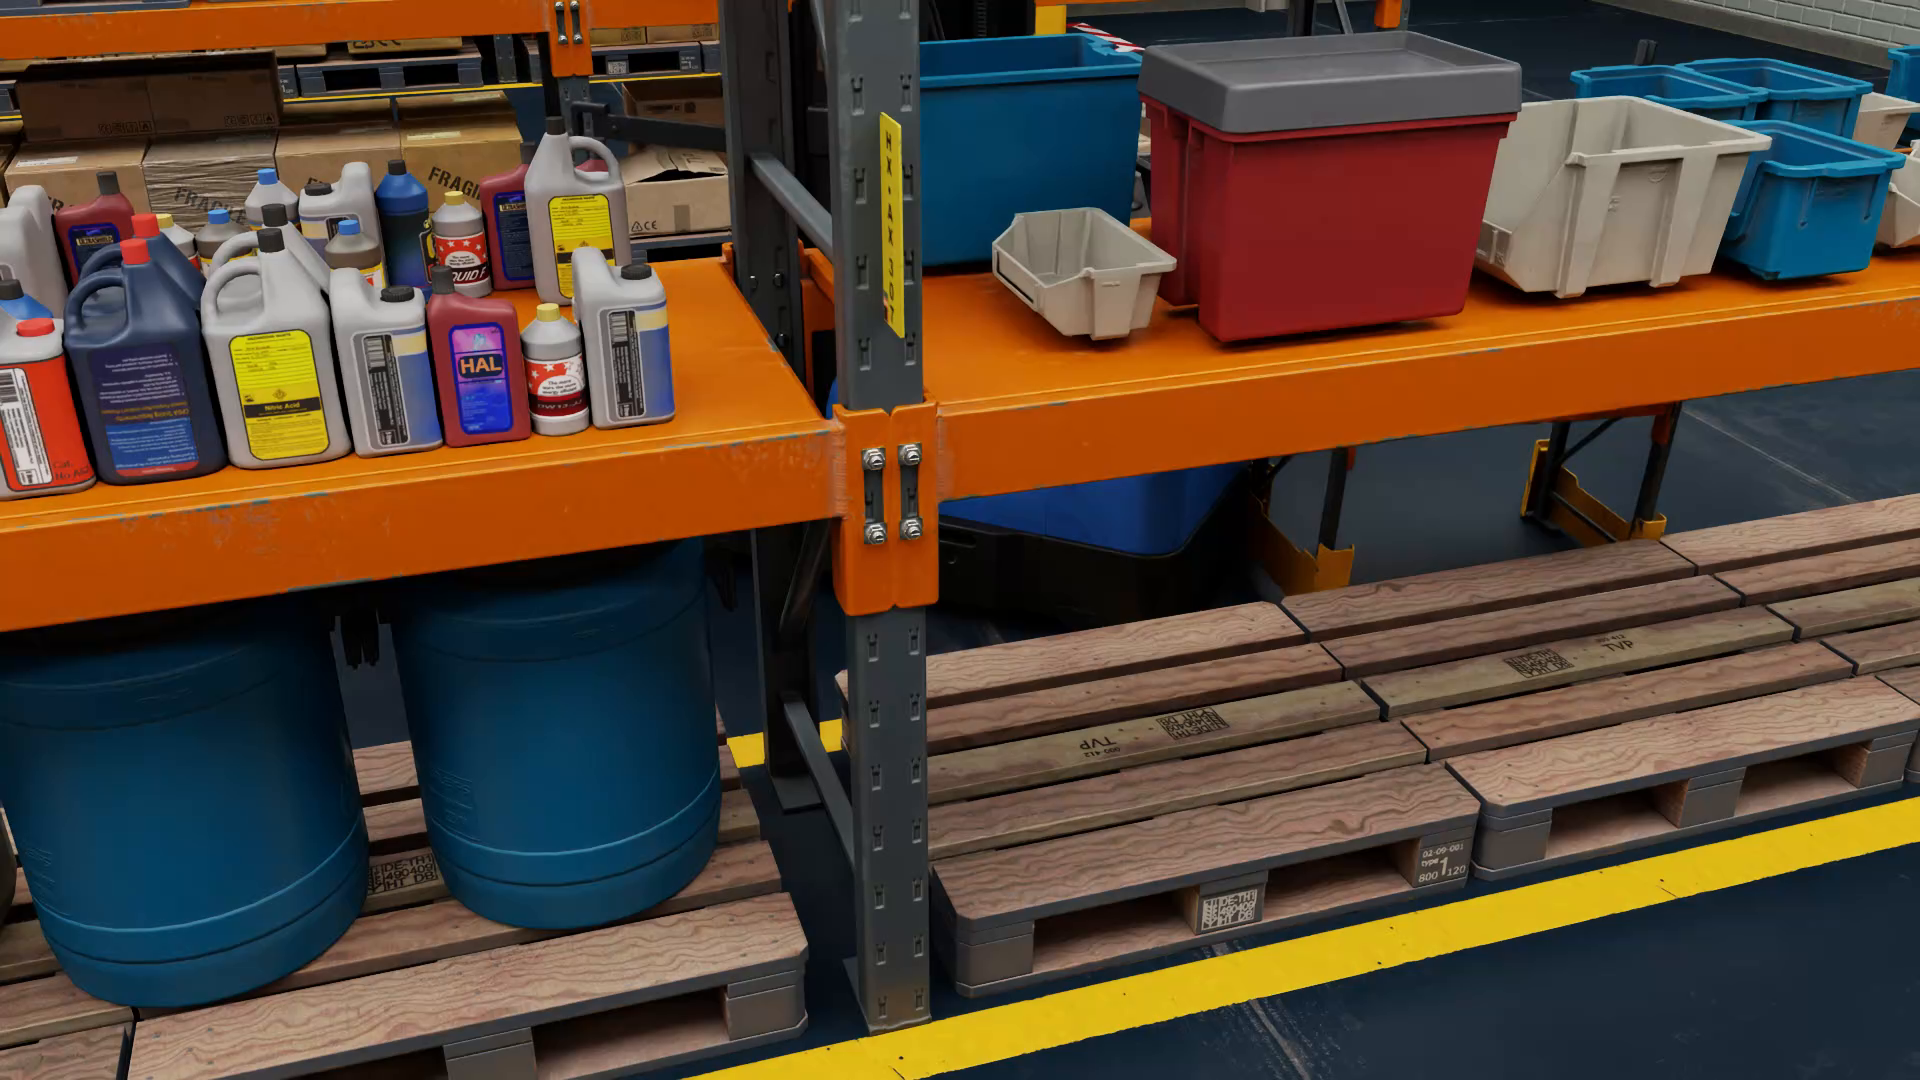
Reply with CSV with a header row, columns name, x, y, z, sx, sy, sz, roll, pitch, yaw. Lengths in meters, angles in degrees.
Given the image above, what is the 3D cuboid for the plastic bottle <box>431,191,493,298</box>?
name,x,y,z,sx,sy,sz,roll,pitch,yaw
plastic bottle,-0.983,-0.583,3.274,0.097,0.201,0.097,0,26,0

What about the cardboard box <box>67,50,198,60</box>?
name,x,y,z,sx,sy,sz,roll,pitch,yaw
cardboard box,-5.568,-3.611,11.095,0.750,0.750,0.750,-8,28,-16

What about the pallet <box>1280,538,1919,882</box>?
name,x,y,z,sx,sy,sz,roll,pitch,yaw
pallet,1.578,0.378,4.252,1.213,0.211,1.003,-8,28,-16

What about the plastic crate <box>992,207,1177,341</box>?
name,x,y,z,sx,sy,sz,roll,pitch,yaw
plastic crate,0.215,-0.496,3.106,0.243,0.136,0.396,-8,28,-16

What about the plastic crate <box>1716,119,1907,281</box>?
name,x,y,z,sx,sy,sz,roll,pitch,yaw
plastic crate,1.659,-0.695,3.398,0.300,0.233,0.416,-8,28,-16

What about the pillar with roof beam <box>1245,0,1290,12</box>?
name,x,y,z,sx,sy,sz,roll,pitch,yaw
pillar with roof beam,4.097,-6.928,9.085,0.400,9.000,9.100,-8,28,-16

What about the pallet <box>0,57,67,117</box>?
name,x,y,z,sx,sy,sz,roll,pitch,yaw
pallet,-6.370,-3.050,11.155,1.213,0.211,1.003,-8,28,-16

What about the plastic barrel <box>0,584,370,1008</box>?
name,x,y,z,sx,sy,sz,roll,pitch,yaw
plastic barrel,-1.467,0.333,3.093,0.708,0.901,0.600,-8,28,-16

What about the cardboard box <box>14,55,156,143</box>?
name,x,y,z,sx,sy,sz,roll,pitch,yaw
cardboard box,-3.765,-1.922,7.220,0.500,0.250,0.500,-9,28,-17

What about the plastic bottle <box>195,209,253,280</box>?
name,x,y,z,sx,sy,sz,roll,pitch,yaw
plastic bottle,-1.389,-0.524,3.156,0.097,0.201,0.097,0,26,0

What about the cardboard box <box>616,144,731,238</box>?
name,x,y,z,sx,sy,sz,roll,pitch,yaw
cardboard box,-1.336,-1.638,7.705,0.500,0.311,0.500,-8,28,-16

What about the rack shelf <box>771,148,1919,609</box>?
name,x,y,z,sx,sy,sz,roll,pitch,yaw
rack shelf,1.630,-0.537,3.768,4.000,0.370,1.077,-8,28,-16

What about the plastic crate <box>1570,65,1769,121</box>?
name,x,y,z,sx,sy,sz,roll,pitch,yaw
plastic crate,1.658,-0.969,3.950,0.300,0.233,0.416,-8,28,-16

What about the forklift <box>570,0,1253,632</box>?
name,x,y,z,sx,sy,sz,roll,pitch,yaw
forklift,-0.585,-1.467,4.908,3.031,2.935,1.130,12,29,22

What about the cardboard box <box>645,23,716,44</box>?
name,x,y,z,sx,sy,sz,roll,pitch,yaw
cardboard box,-2.118,-3.969,12.209,0.500,0.500,0.700,-9,28,-17

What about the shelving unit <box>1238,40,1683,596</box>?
name,x,y,z,sx,sy,sz,roll,pitch,yaw
shelving unit,1.476,-0.588,4.687,1.083,1.500,0.587,-5,28,-14

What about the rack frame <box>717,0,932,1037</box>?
name,x,y,z,sx,sy,sz,roll,pitch,yaw
rack frame,-0.271,-0.584,3.053,0.127,3.000,1.000,-8,28,-16

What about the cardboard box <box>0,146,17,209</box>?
name,x,y,z,sx,sy,sz,roll,pitch,yaw
cardboard box,-4.109,-1.289,6.789,0.500,0.500,0.500,-9,28,-17

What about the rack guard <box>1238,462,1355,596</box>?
name,x,y,z,sx,sy,sz,roll,pitch,yaw
rack guard,0.968,0.007,4.851,0.087,0.250,0.587,-5,28,-14

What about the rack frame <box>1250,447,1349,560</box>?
name,x,y,z,sx,sy,sz,roll,pitch,yaw
rack frame,0.976,-0.545,4.559,0.032,1.500,0.500,-5,28,-14

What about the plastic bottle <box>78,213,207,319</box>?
name,x,y,z,sx,sy,sz,roll,pitch,yaw
plastic bottle,-1.264,-0.332,2.602,0.185,0.351,0.144,-8,28,-16

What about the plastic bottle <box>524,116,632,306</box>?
name,x,y,z,sx,sy,sz,roll,pitch,yaw
plastic bottle,-0.745,-0.645,3.231,0.185,0.351,0.144,-8,28,-16

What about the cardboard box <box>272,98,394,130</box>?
name,x,y,z,sx,sy,sz,roll,pitch,yaw
cardboard box,-2.841,-1.714,7.646,0.500,0.500,0.500,-8,27,-15

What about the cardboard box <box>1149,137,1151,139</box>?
name,x,y,z,sx,sy,sz,roll,pitch,yaw
cardboard box,1.148,-1.961,8.518,0.250,0.166,0.380,-8,28,-16

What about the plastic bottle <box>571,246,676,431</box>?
name,x,y,z,sx,sy,sz,roll,pitch,yaw
plastic bottle,-0.546,-0.337,2.696,0.135,0.276,0.152,-8,28,-16

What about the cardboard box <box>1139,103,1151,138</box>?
name,x,y,z,sx,sy,sz,roll,pitch,yaw
cardboard box,0.921,-2.171,8.848,0.500,0.250,0.500,-8,28,-16

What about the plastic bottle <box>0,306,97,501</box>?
name,x,y,z,sx,sy,sz,roll,pitch,yaw
plastic bottle,-1.373,-0.218,2.455,0.135,0.276,0.152,-8,28,-16

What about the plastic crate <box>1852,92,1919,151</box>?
name,x,y,z,sx,sy,sz,roll,pitch,yaw
plastic crate,2.220,-1.046,4.213,0.298,0.136,0.250,-8,28,-16

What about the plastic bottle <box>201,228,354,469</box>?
name,x,y,z,sx,sy,sz,roll,pitch,yaw
plastic bottle,-1.044,-0.297,2.530,0.185,0.351,0.144,-8,28,-16

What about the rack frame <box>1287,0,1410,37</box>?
name,x,y,z,sx,sy,sz,roll,pitch,yaw
rack frame,2.002,-3.230,8.382,0.127,3.000,1.000,-8,28,-16

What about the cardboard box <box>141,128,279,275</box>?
name,x,y,z,sx,sy,sz,roll,pitch,yaw
cardboard box,-3.132,-1.434,7.081,0.500,0.500,0.500,-8,27,-15

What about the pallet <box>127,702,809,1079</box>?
name,x,y,z,sx,sy,sz,roll,pitch,yaw
pallet,-1.018,0.754,3.494,1.213,0.211,1.003,-8,28,-16

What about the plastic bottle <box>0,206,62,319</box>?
name,x,y,z,sx,sy,sz,roll,pitch,yaw
plastic bottle,-1.663,-0.434,2.890,0.135,0.276,0.152,-8,28,-16

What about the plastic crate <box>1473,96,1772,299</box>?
name,x,y,z,sx,sy,sz,roll,pitch,yaw
plastic crate,1.238,-0.690,3.333,0.530,0.282,0.437,-8,28,-16

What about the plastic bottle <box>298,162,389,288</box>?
name,x,y,z,sx,sy,sz,roll,pitch,yaw
plastic bottle,-1.177,-0.575,3.175,0.135,0.276,0.152,-8,28,-16

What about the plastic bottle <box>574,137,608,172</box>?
name,x,y,z,sx,sy,sz,roll,pitch,yaw
plastic bottle,-0.752,-0.662,3.340,0.133,0.283,0.061,-8,28,-16

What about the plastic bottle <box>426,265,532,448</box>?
name,x,y,z,sx,sy,sz,roll,pitch,yaw
plastic bottle,-0.752,-0.290,2.591,0.133,0.283,0.061,-8,28,-16

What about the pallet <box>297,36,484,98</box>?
name,x,y,z,sx,sy,sz,roll,pitch,yaw
pallet,-4.050,-3.386,11.832,1.213,0.211,1.003,-8,28,-16

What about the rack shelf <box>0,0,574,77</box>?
name,x,y,z,sx,sy,sz,roll,pitch,yaw
rack shelf,-3.703,-2.081,6.878,4.000,0.370,1.077,-8,28,-16

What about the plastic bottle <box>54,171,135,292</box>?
name,x,y,z,sx,sy,sz,roll,pitch,yaw
plastic bottle,-1.597,-0.539,3.094,0.133,0.283,0.061,-8,28,-16

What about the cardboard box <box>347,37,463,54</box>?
name,x,y,z,sx,sy,sz,roll,pitch,yaw
cardboard box,-3.917,-3.853,11.584,0.750,0.750,0.750,-8,27,-15

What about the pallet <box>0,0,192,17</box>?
name,x,y,z,sx,sy,sz,roll,pitch,yaw
pallet,-3.757,-2.312,6.749,1.213,0.211,1.003,-8,28,-16

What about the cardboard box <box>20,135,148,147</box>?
name,x,y,z,sx,sy,sz,roll,pitch,yaw
cardboard box,-3.799,-1.579,7.375,0.500,0.500,0.500,-9,28,-18

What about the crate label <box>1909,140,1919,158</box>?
name,x,y,z,sx,sy,sz,roll,pitch,yaw
crate label,2.275,-0.772,3.661,0.243,0.136,0.396,-8,28,-16

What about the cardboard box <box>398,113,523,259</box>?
name,x,y,z,sx,sy,sz,roll,pitch,yaw
cardboard box,-2.182,-1.567,7.350,0.500,0.500,0.500,-8,28,-16

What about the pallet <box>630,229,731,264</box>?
name,x,y,z,sx,sy,sz,roll,pitch,yaw
pallet,-1.148,-1.524,8.082,1.213,0.211,1.003,-8,28,-16

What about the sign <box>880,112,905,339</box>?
name,x,y,z,sx,sy,sz,roll,pitch,yaw
sign,-0.103,-0.475,2.522,0.005,0.325,0.100,-8,28,-16

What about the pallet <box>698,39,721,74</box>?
name,x,y,z,sx,sy,sz,roll,pitch,yaw
pallet,-1.430,-3.765,12.596,1.213,0.211,1.003,-8,28,-16
